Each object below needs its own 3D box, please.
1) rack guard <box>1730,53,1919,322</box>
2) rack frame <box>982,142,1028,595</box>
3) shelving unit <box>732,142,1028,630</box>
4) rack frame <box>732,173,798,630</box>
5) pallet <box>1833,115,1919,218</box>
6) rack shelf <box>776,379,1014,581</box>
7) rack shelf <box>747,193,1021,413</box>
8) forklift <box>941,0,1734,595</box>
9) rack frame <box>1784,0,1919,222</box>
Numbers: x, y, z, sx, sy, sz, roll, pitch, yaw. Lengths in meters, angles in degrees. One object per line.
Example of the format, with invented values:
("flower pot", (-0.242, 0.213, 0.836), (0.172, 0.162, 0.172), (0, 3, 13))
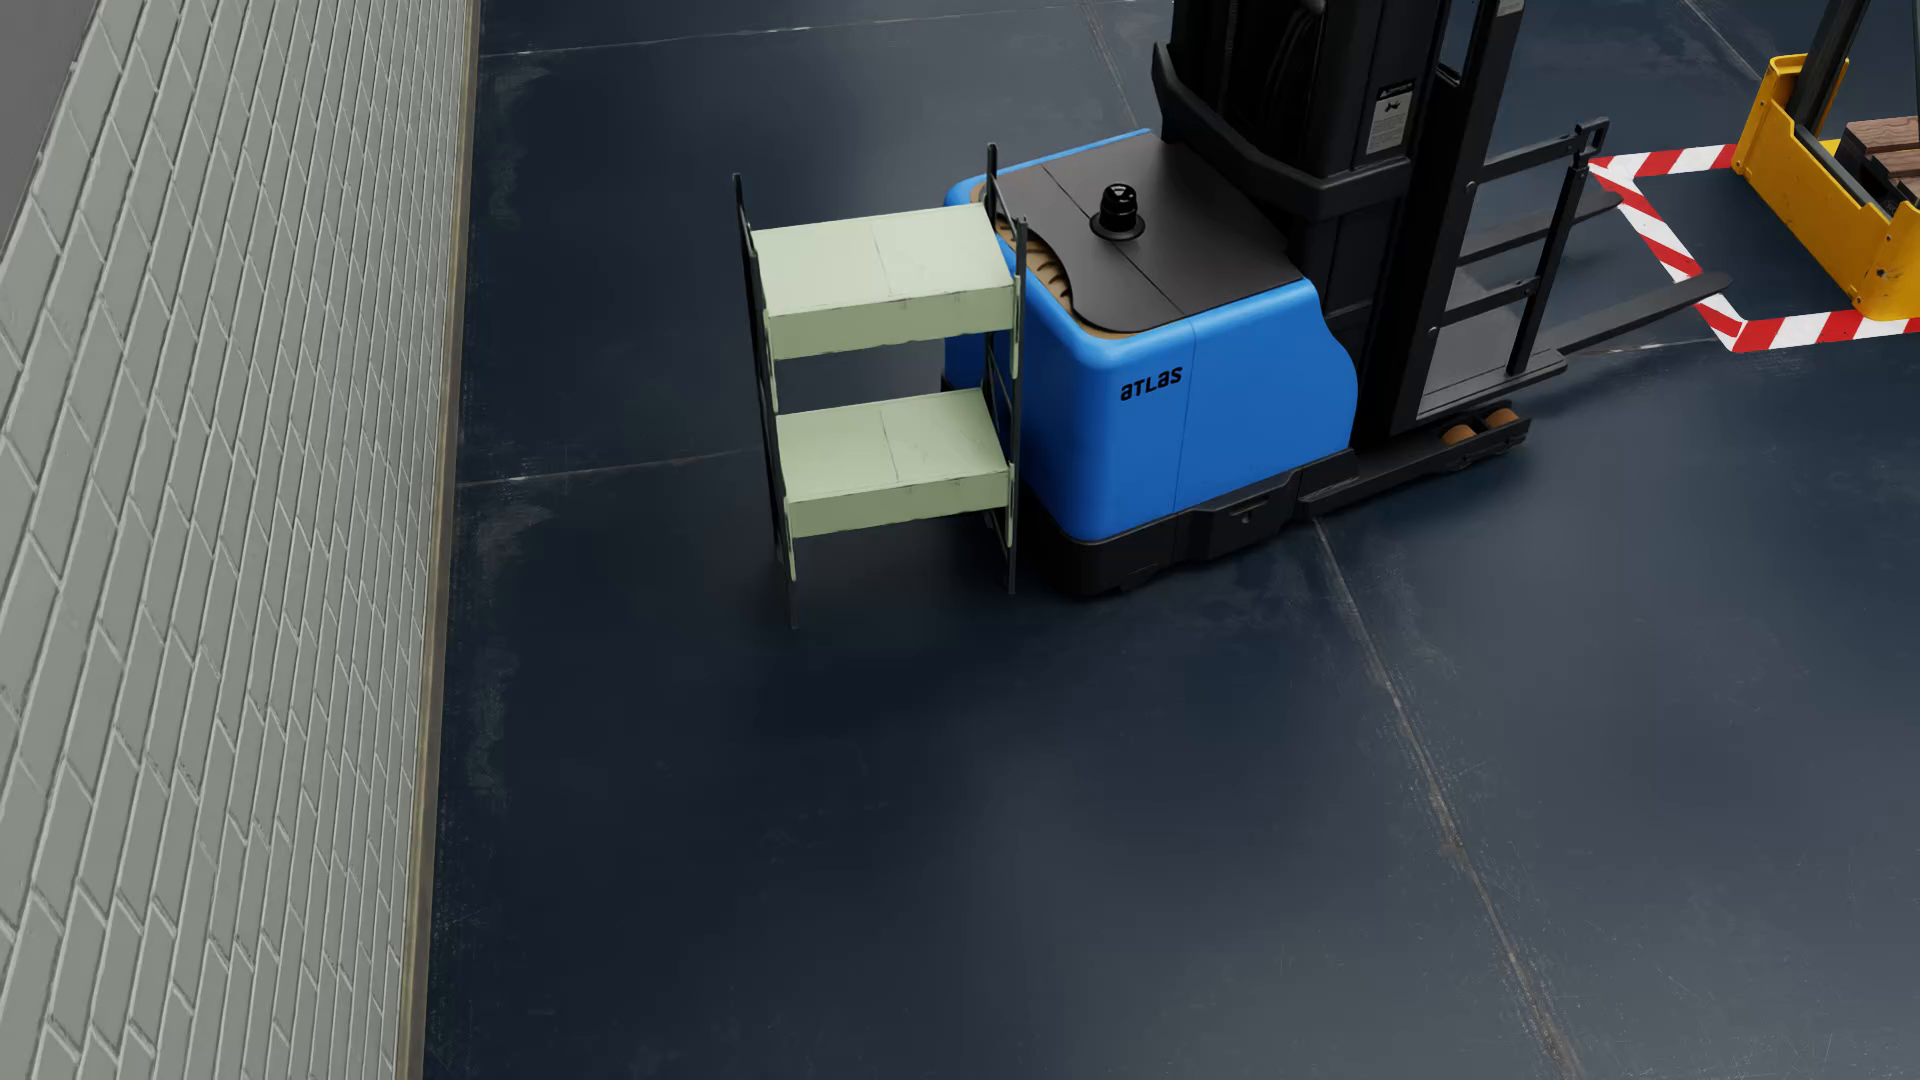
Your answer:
("rack guard", (3.662, -1.467, 6.816), (0.348, 0.500, 1.175), (-7, 46, -7))
("rack frame", (0.131, -0.478, 5.169), (0.023, 1.500, 0.400), (-9, 47, -8))
("shelving unit", (-0.227, -0.422, 5.115), (0.755, 1.500, 0.431), (-9, 47, -8))
("rack frame", (-0.585, -0.367, 5.062), (0.023, 1.500, 0.400), (-9, 47, -8))
("pallet", (4.503, -1.453, 7.003), (1.213, 0.211, 1.003), (-7, 46, -7))
("rack shelf", (-0.227, -0.196, 5.350), (0.720, 0.370, 0.431), (-9, 47, -8))
("rack shelf", (-0.227, -0.693, 4.834), (0.720, 0.370, 0.431), (-9, 47, -8))
("forklift", (1.484, -1.587, 5.244), (3.031, 2.935, 1.130), (-20, 49, -18))
("rack frame", (3.684, -2.346, 5.928), (0.127, 3.000, 1.000), (-7, 46, -7))
